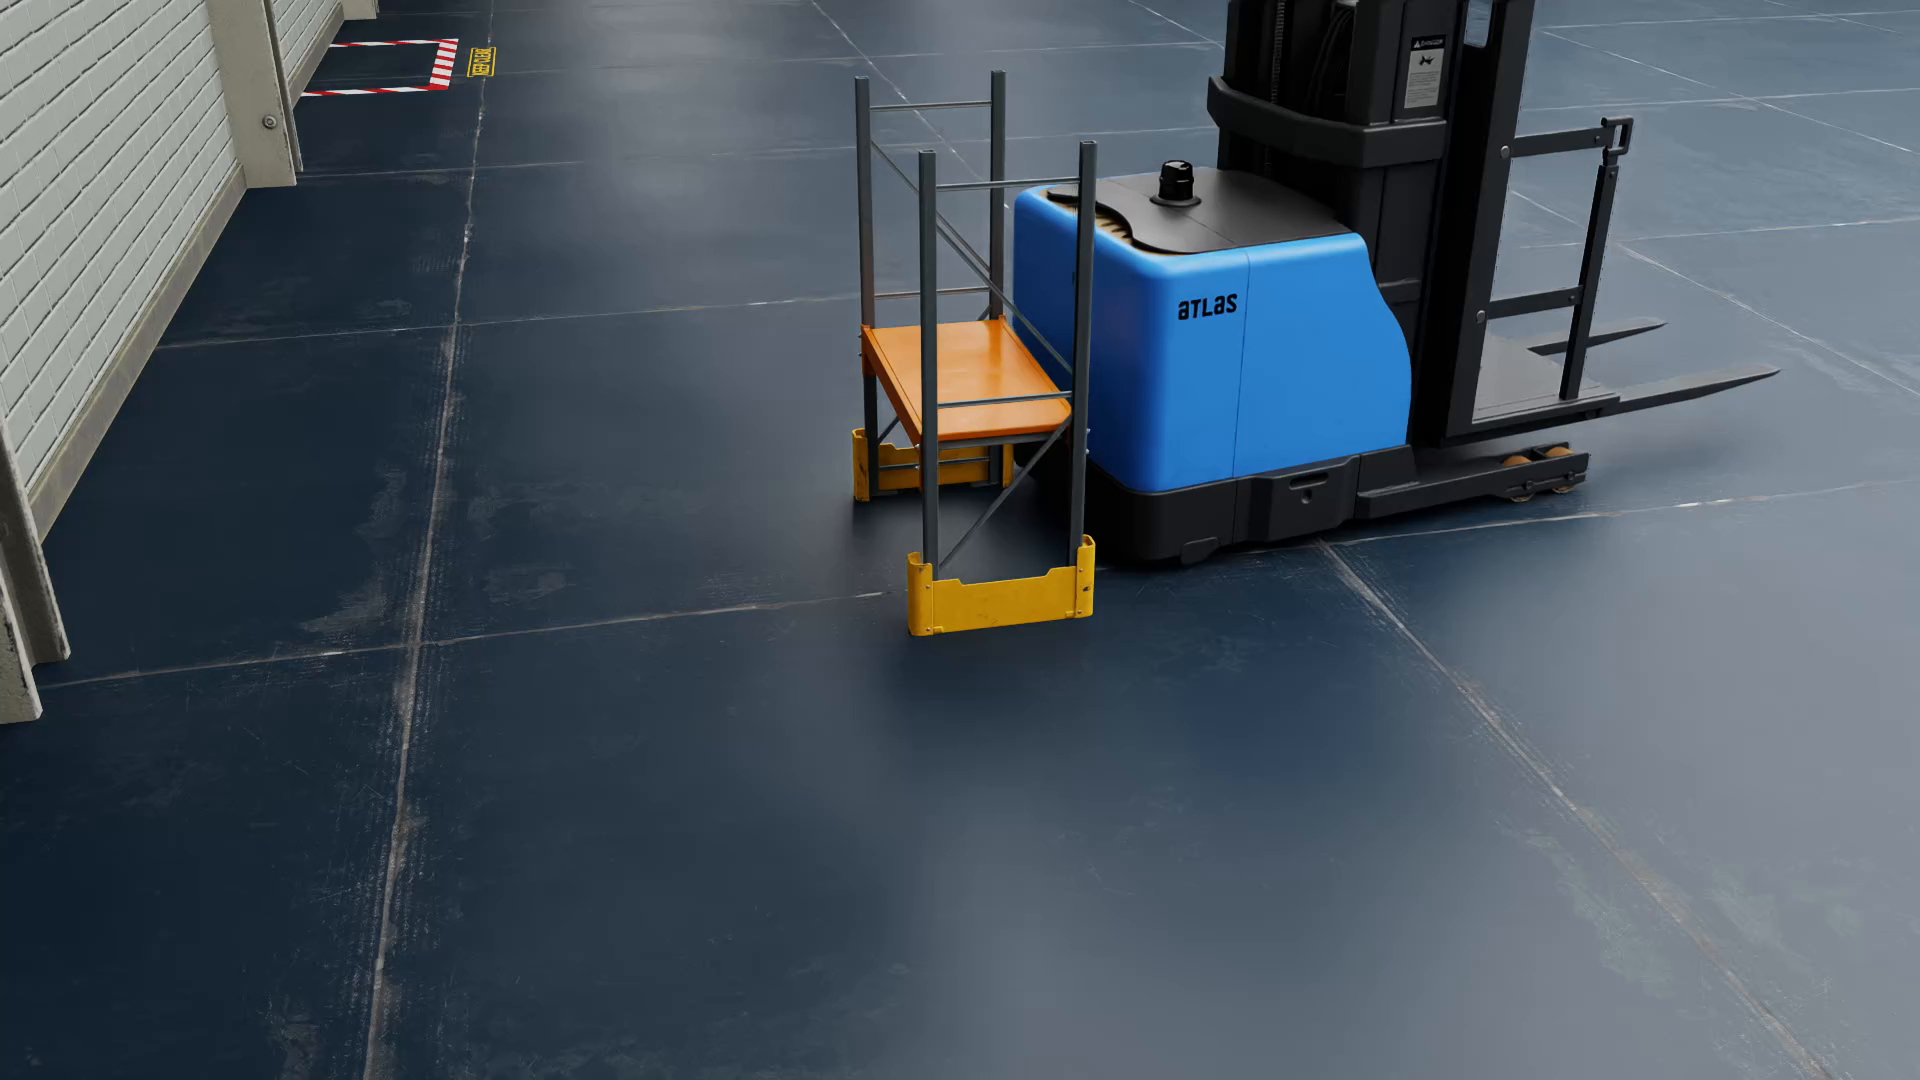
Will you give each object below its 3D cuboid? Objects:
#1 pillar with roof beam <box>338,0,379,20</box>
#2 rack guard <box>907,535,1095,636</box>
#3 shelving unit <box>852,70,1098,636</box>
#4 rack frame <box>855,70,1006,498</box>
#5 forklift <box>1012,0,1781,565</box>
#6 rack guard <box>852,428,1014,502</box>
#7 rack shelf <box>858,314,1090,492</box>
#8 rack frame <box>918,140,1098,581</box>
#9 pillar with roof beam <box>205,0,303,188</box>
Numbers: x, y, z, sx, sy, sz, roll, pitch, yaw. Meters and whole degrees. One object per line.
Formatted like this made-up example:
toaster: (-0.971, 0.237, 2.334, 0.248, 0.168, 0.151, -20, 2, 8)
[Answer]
pillar with roof beam: (-1.332, -9.282, 14.154, 9.100, 9.000, 0.400, -6, 27, -12)
rack guard: (0.129, 0.140, 5.194, 0.587, 0.250, 0.087, -6, 27, -12)
shelving unit: (0.017, -0.636, 5.346, 0.587, 1.500, 1.083, -6, 27, -12)
rack frame: (-0.095, -0.855, 5.780, 0.500, 1.500, 0.032, -6, 27, -12)
forklift: (1.739, -1.651, 5.767, 3.031, 2.935, 1.130, -11, 29, -21)
rack guard: (-0.095, -0.297, 6.061, 0.587, 0.250, 0.087, -6, 27, -12)
rack shelf: (0.019, -0.472, 5.419, 0.538, 0.185, 1.000, -6, 27, -12)
rack frame: (0.134, -0.409, 4.896, 0.500, 1.500, 0.032, -6, 27, -12)
pillar with roof beam: (0.020, -6.648, 8.935, 9.100, 9.000, 0.400, -6, 27, -12)
